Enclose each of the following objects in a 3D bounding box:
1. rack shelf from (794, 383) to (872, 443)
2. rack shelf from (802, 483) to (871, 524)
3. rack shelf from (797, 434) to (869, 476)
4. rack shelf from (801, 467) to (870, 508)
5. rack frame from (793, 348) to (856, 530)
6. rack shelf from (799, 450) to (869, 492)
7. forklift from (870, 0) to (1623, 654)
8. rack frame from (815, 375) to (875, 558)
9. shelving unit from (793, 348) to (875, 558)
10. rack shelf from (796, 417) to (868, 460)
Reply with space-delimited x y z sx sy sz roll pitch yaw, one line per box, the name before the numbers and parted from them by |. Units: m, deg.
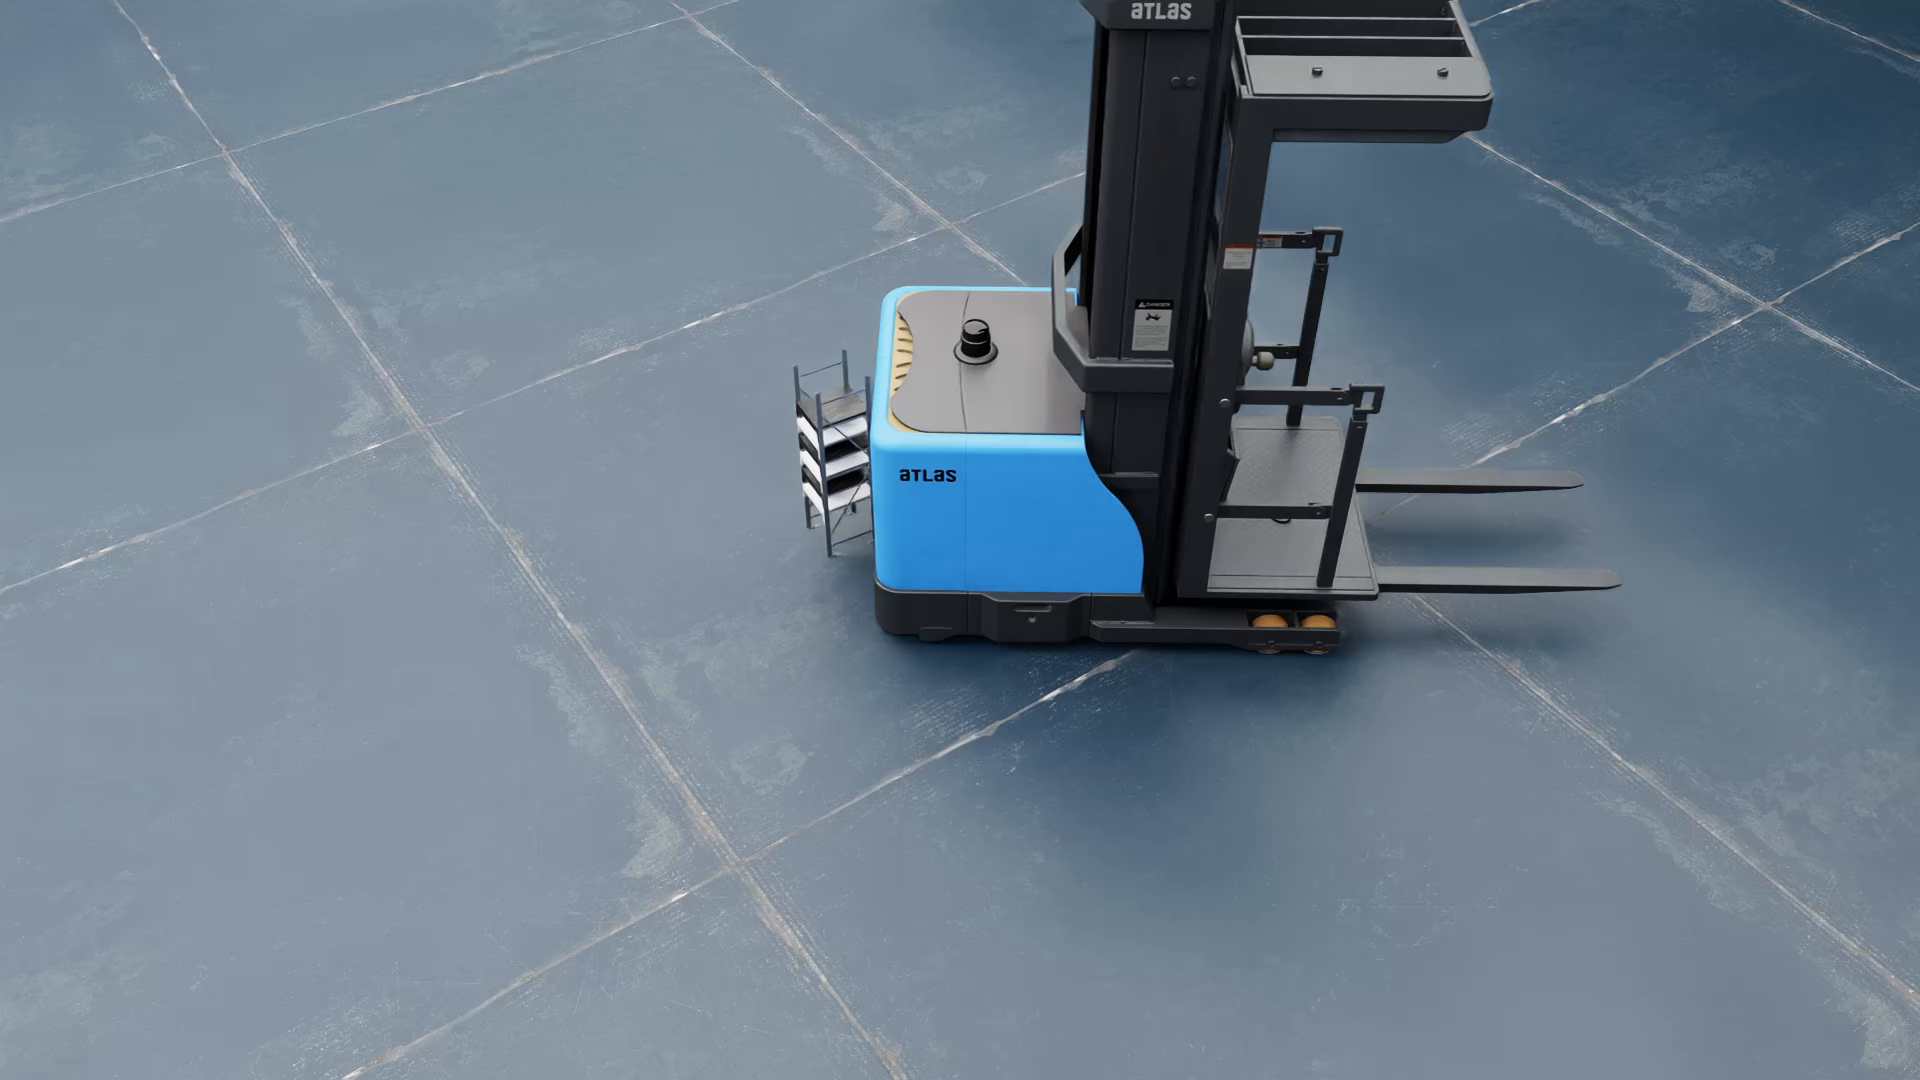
rack shelf | -0.516 -0.521 6.793 0.258 0.077 0.200 -21 48 -21
rack shelf | -0.516 -0.196 7.103 0.258 0.077 0.200 -21 48 -21
rack shelf | -0.516 -0.391 6.917 0.258 0.077 0.200 -21 48 -21
rack shelf | -0.516 -0.261 7.041 0.258 0.077 0.200 -21 48 -21
rack frame | -0.566 -0.411 7.020 0.240 0.900 0.006 -21 48 -21
rack shelf | -0.516 -0.326 6.979 0.258 0.077 0.200 -21 48 -21
forklift | 1.176 -0.970 6.134 3.031 2.935 1.130 1 44 1
rack frame | -0.465 -0.289 6.892 0.240 0.900 0.006 -21 48 -21
shelving unit | -0.516 -0.350 6.956 0.258 0.900 0.210 -21 48 -21
rack shelf | -0.516 -0.456 6.855 0.258 0.077 0.200 -21 48 -21
